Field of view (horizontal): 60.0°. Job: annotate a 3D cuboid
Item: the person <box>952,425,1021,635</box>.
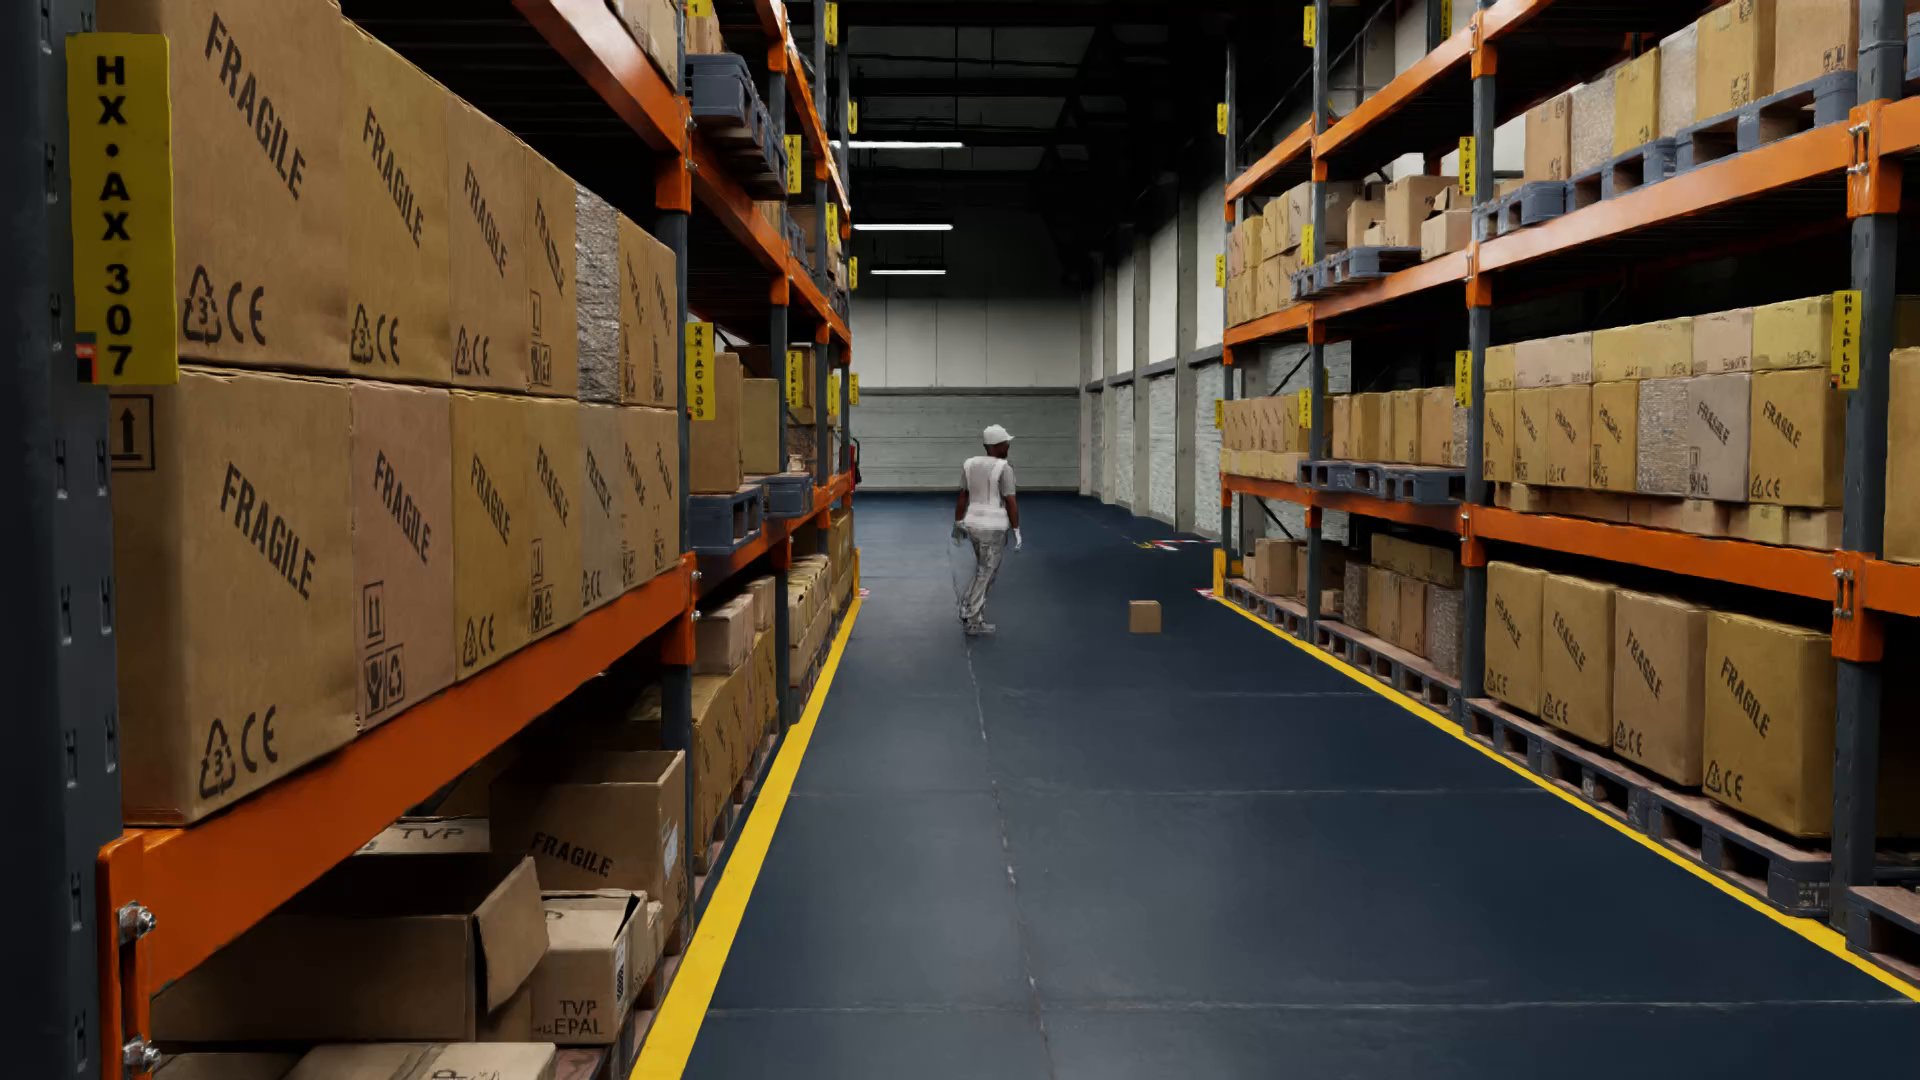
[{"bbox_3d":[0.249,-0.090,14.171,0.462,1.775,0.641,-3,5,-41],"label":"person"}]
